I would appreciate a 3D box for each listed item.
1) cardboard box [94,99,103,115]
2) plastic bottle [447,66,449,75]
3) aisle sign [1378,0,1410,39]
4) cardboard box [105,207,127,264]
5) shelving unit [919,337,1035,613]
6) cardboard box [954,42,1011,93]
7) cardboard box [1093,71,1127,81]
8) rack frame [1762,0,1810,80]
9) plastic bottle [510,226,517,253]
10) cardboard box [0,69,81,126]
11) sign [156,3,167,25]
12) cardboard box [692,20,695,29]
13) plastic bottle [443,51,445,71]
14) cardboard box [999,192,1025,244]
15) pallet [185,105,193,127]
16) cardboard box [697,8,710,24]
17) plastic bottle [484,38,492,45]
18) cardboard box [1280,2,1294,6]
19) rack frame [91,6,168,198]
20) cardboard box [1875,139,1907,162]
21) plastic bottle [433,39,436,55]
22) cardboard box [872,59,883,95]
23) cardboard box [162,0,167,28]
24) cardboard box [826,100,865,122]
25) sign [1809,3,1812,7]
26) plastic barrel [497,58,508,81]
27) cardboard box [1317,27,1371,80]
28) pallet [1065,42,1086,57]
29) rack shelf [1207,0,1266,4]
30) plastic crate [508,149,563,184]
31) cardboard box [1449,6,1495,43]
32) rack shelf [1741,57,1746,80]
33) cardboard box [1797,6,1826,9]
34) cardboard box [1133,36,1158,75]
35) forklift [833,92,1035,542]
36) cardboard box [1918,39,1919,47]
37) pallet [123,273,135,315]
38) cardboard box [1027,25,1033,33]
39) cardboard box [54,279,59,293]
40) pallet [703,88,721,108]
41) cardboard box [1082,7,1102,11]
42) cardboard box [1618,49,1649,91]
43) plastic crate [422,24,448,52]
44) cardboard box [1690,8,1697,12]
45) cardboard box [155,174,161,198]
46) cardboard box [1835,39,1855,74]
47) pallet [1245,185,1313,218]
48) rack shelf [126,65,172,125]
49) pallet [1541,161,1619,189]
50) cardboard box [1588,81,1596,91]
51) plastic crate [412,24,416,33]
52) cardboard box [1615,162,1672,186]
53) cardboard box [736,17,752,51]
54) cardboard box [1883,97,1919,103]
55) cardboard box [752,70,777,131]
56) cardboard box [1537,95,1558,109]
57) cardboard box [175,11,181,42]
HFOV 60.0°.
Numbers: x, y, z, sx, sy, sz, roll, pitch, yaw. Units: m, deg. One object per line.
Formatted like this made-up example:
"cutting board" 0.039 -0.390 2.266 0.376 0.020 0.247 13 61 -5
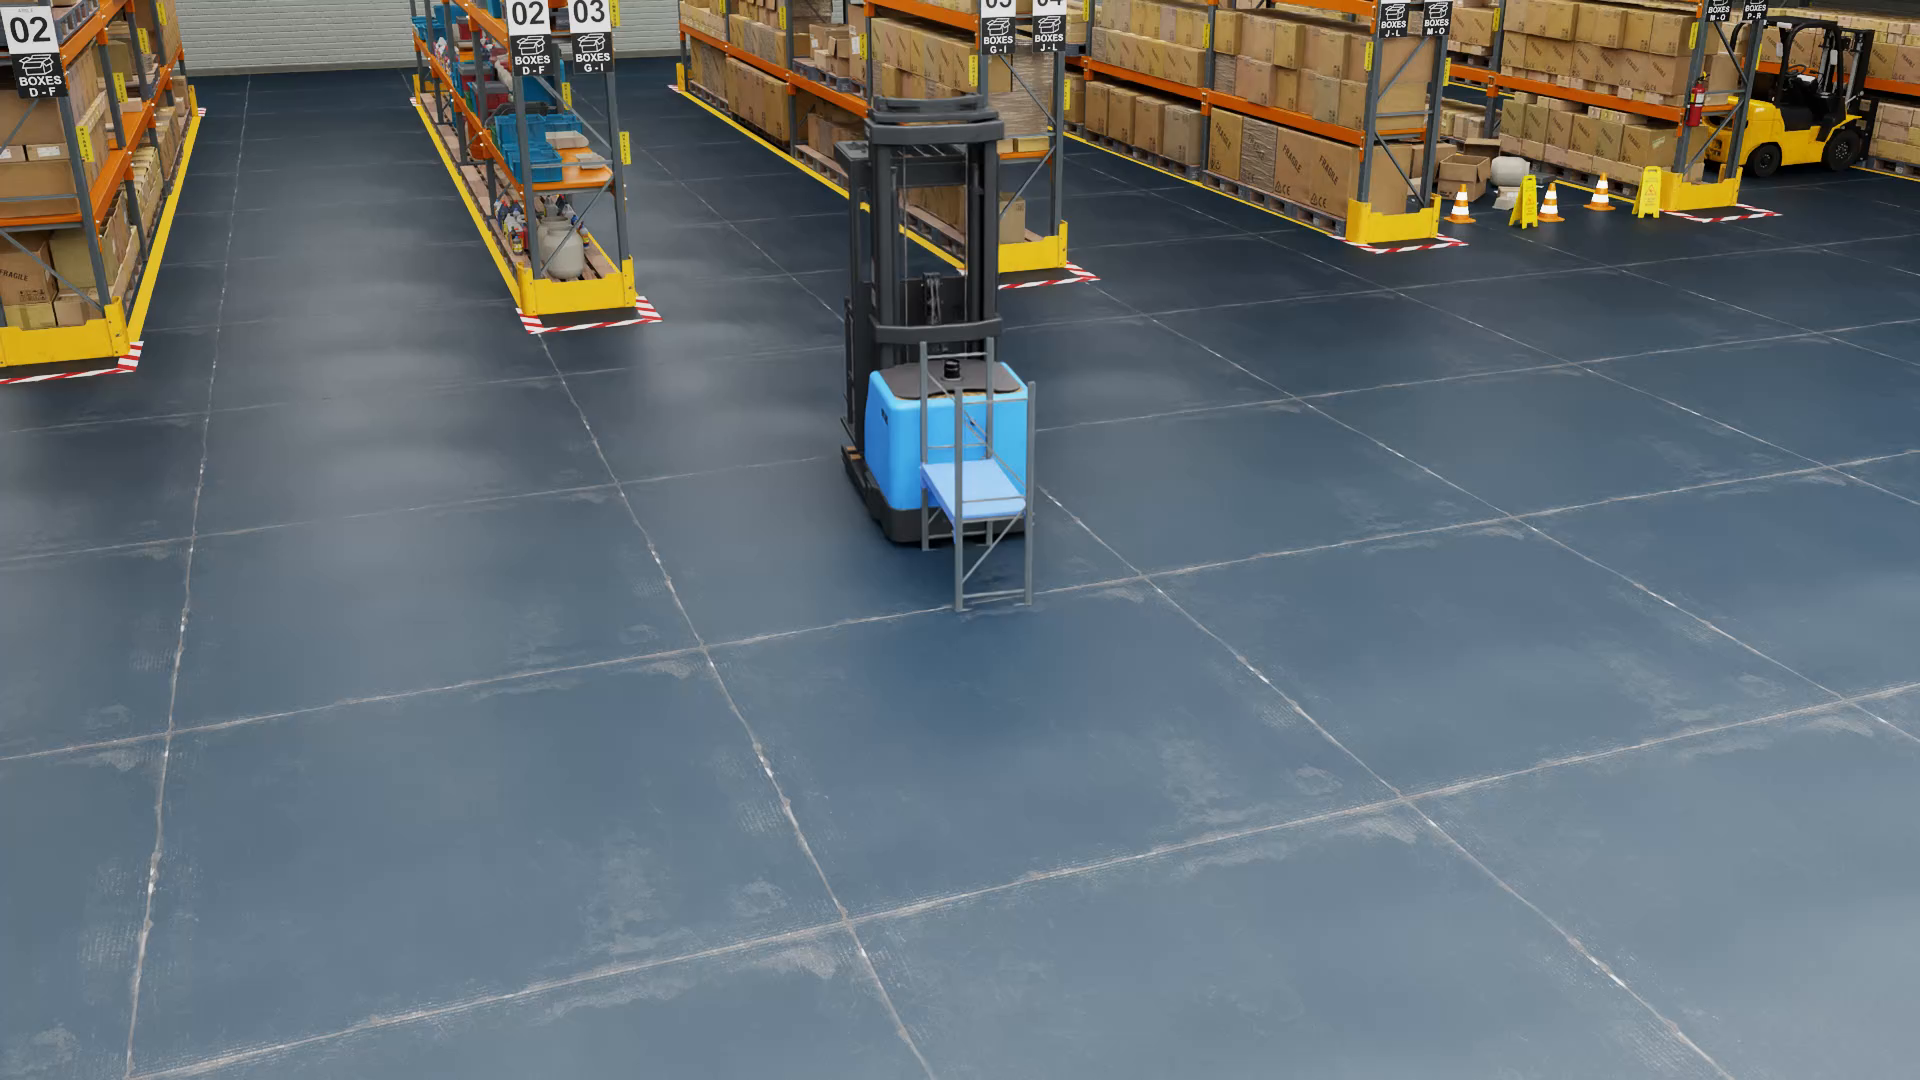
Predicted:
"cardboard box" -9.532 -4.690 18.051 0.380 0.149 0.250 -9 25 -21
"plastic bottle" -7.606 -7.033 24.829 0.097 0.201 0.097 0 23 0
"aisle sign" 5.093 -6.278 19.436 0.394 0.787 0.004 -8 24 -19
"cardboard box" -9.105 -3.188 17.487 0.500 0.500 0.500 -8 24 -19
"shelving unit" 0.097 -0.444 10.871 0.538 1.500 1.048 -5 23 -12
"cardboard box" 0.248 -5.313 18.695 0.500 0.500 0.500 -8 24 -19
"cardboard box" 2.506 -7.725 27.928 0.500 0.250 0.500 -9 25 -21
"rack frame" 13.173 -7.999 26.866 1.000 3.000 0.127 -8 24 -19
"plastic bottle" -5.078 -3.422 18.938 0.061 0.283 0.133 -8 24 -18
"cardboard box" -9.137 -4.353 16.418 0.700 0.500 0.500 -8 24 -19
"sign" -12.317 -8.117 25.655 0.100 0.325 0.005 -8 24 -19
"cardboard box" -4.798 -9.654 31.116 0.380 0.149 0.250 -9 24 -20
"plastic bottle" -7.845 -7.296 25.349 0.061 0.283 0.133 -8 24 -19
"cardboard box" 0.468 -3.774 19.520 0.500 0.500 0.500 -4 23 -9
"pallet" -13.939 -7.357 28.934 1.003 0.211 1.213 -8 24 -19
"cardboard box" -4.509 -9.614 30.507 0.500 0.250 0.500 -9 24 -20
"plastic bottle" -7.504 -7.805 26.470 0.144 0.351 0.185 -8 24 -19
"cardboard box" 6.160 -9.980 30.151 0.500 0.500 0.500 -9 24 -20
"rack frame" -11.422 -6.052 22.248 1.000 3.000 0.127 -8 24 -19
"cardboard box" 13.958 -5.781 24.604 0.500 0.250 0.500 -8 24 -19
"plastic bottle" -8.469 -7.938 26.873 0.061 0.283 0.133 -8 24 -19
"cardboard box" -0.639 -5.968 21.536 0.875 0.500 0.500 -8 24 -19
"cardboard box" -12.921 -8.410 26.425 0.500 0.500 0.500 -9 25 -21
"cardboard box" -1.692 -6.376 24.702 0.500 0.250 0.500 -6 23 -13
"sign" 13.692 -8.511 26.865 0.100 0.325 0.005 -8 24 -19
"plastic barrel" -6.075 -6.285 22.655 0.421 0.512 0.421 0 23 0
"cardboard box" 4.973 -6.041 20.638 0.875 0.550 0.550 -8 24 -19
"pallet" 2.171 -8.210 27.614 1.213 0.211 1.003 -8 24 -19
"rack shelf" 3.229 -8.378 24.830 1.077 0.370 4.000 -8 24 -19
"plastic crate" -4.417 -3.896 17.323 0.499 0.251 0.616 -8 24 -19
"cardboard box" 7.977 -8.010 25.839 0.500 0.500 0.500 -8 24 -19
"rack shelf" 12.467 -8.394 28.730 1.077 0.370 4.000 -8 24 -19
"cardboard box" 13.569 -8.406 26.486 0.380 0.149 0.250 -8 24 -19
"cardboard box" 2.963 -7.351 25.200 0.500 0.500 0.500 -9 24 -20
"forklift" -0.313 -1.880 12.436 1.130 2.935 3.031 -5 23 -12
"cardboard box" 14.049 -7.170 23.934 0.380 0.149 0.250 -8 24 -18
"pallet" -9.332 -2.575 17.588 1.003 0.211 1.213 -8 24 -19
"cardboard box" 1.371 -8.813 28.581 0.380 0.149 0.250 -10 25 -21
"cardboard box" -9.250 -2.406 16.597 0.500 0.250 0.500 -8 24 -19
"pallet" -4.196 -8.310 31.194 1.003 0.211 1.213 -8 24 -19
"cardboard box" 2.268 -8.884 27.982 0.380 0.149 0.250 -9 25 -21
"cardboard box" 9.322 -6.388 22.533 0.500 0.500 0.500 -8 24 -19
"plastic crate" -8.684 -8.327 27.588 0.392 0.384 0.575 -8 24 -19
"cardboard box" 12.449 -8.806 27.817 0.380 0.149 0.250 -9 24 -20
"cardboard box" -10.823 -4.634 21.883 0.500 0.250 0.500 -9 24 -20
"cardboard box" 13.623 -7.291 25.059 0.500 0.500 0.500 -8 24 -19
"pallet" 4.566 -4.585 22.356 1.003 0.211 1.213 -8 24 -19
"rack shelf" -12.129 -6.448 24.112 1.077 0.370 4.000 -8 24 -19
"pallet" 9.236 -5.348 24.168 1.003 0.211 1.213 -8 24 -19
"cardboard box" 9.090 -6.412 23.424 0.380 0.149 0.250 -8 24 -19
"plastic crate" -9.798 -9.281 30.170 0.250 0.136 0.298 -8 24 -19
"cardboard box" 9.398 -5.055 22.881 0.500 0.250 0.500 -8 24 -19
"cardboard box" -3.459 -8.526 27.987 0.500 0.500 0.500 -8 24 -19
"cardboard box" 14.247 -6.498 25.016 0.500 0.250 0.500 -9 24 -19
"cardboard box" -2.685 -7.203 27.173 1.225 0.875 0.875 -8 24 -19
"cardboard box" 8.658 -6.396 24.262 0.380 0.149 0.250 -7 24 -17
"cardboard box" -13.835 -8.880 28.827 0.500 0.500 0.500 -8 24 -17
